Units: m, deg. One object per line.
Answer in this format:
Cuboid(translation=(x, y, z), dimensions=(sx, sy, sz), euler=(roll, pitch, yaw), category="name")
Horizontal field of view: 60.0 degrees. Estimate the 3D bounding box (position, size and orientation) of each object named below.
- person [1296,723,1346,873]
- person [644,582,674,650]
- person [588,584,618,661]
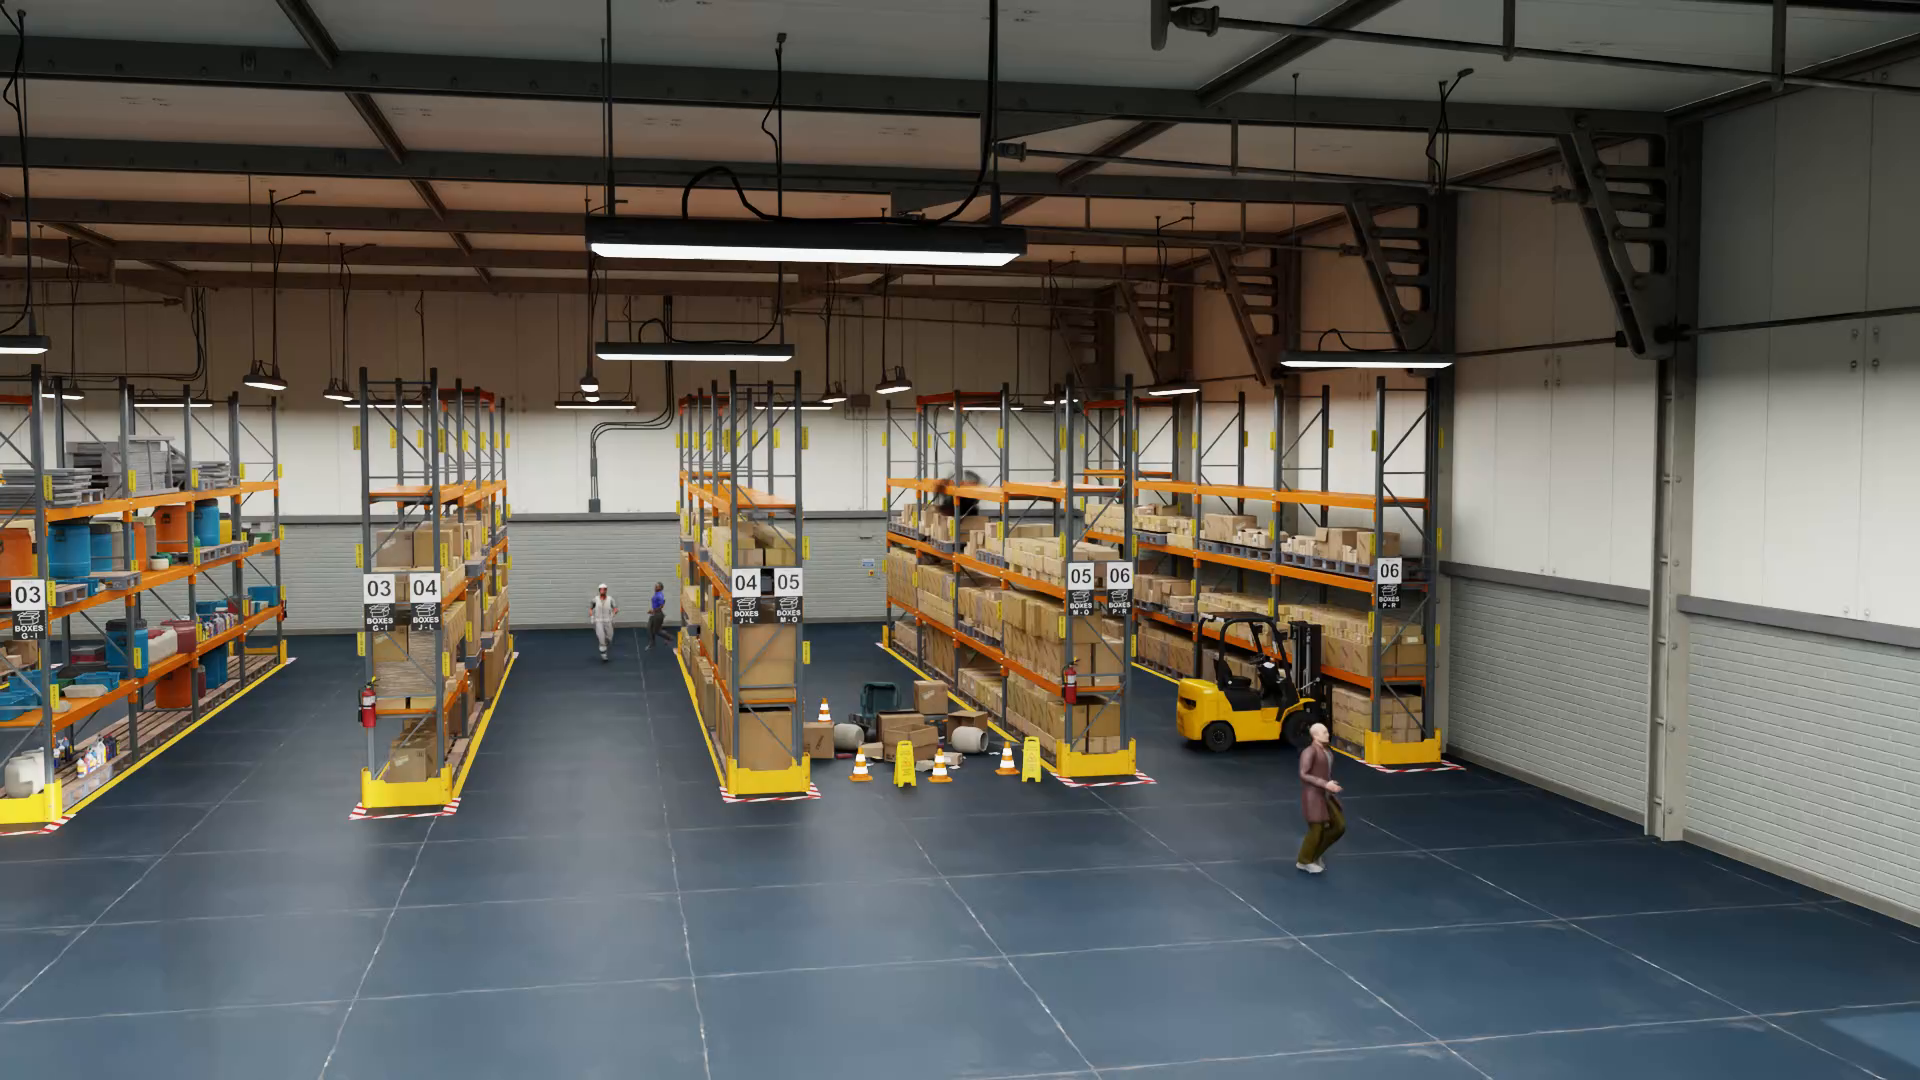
Cuboid(translation=(4.168, 2.982, 19.175), dimensions=(0.653, 1.746, 0.717), euler=(3, 5, 42), category="person")
Cuboid(translation=(-7.210, 1.833, 39.949), dimensions=(0.744, 1.635, 0.607), euler=(-2, 4, -29), category="person")
Cuboid(translation=(-8.139, 1.870, 37.952), dimensions=(0.651, 1.747, 0.692), euler=(-1, 4, -15), category="person")
